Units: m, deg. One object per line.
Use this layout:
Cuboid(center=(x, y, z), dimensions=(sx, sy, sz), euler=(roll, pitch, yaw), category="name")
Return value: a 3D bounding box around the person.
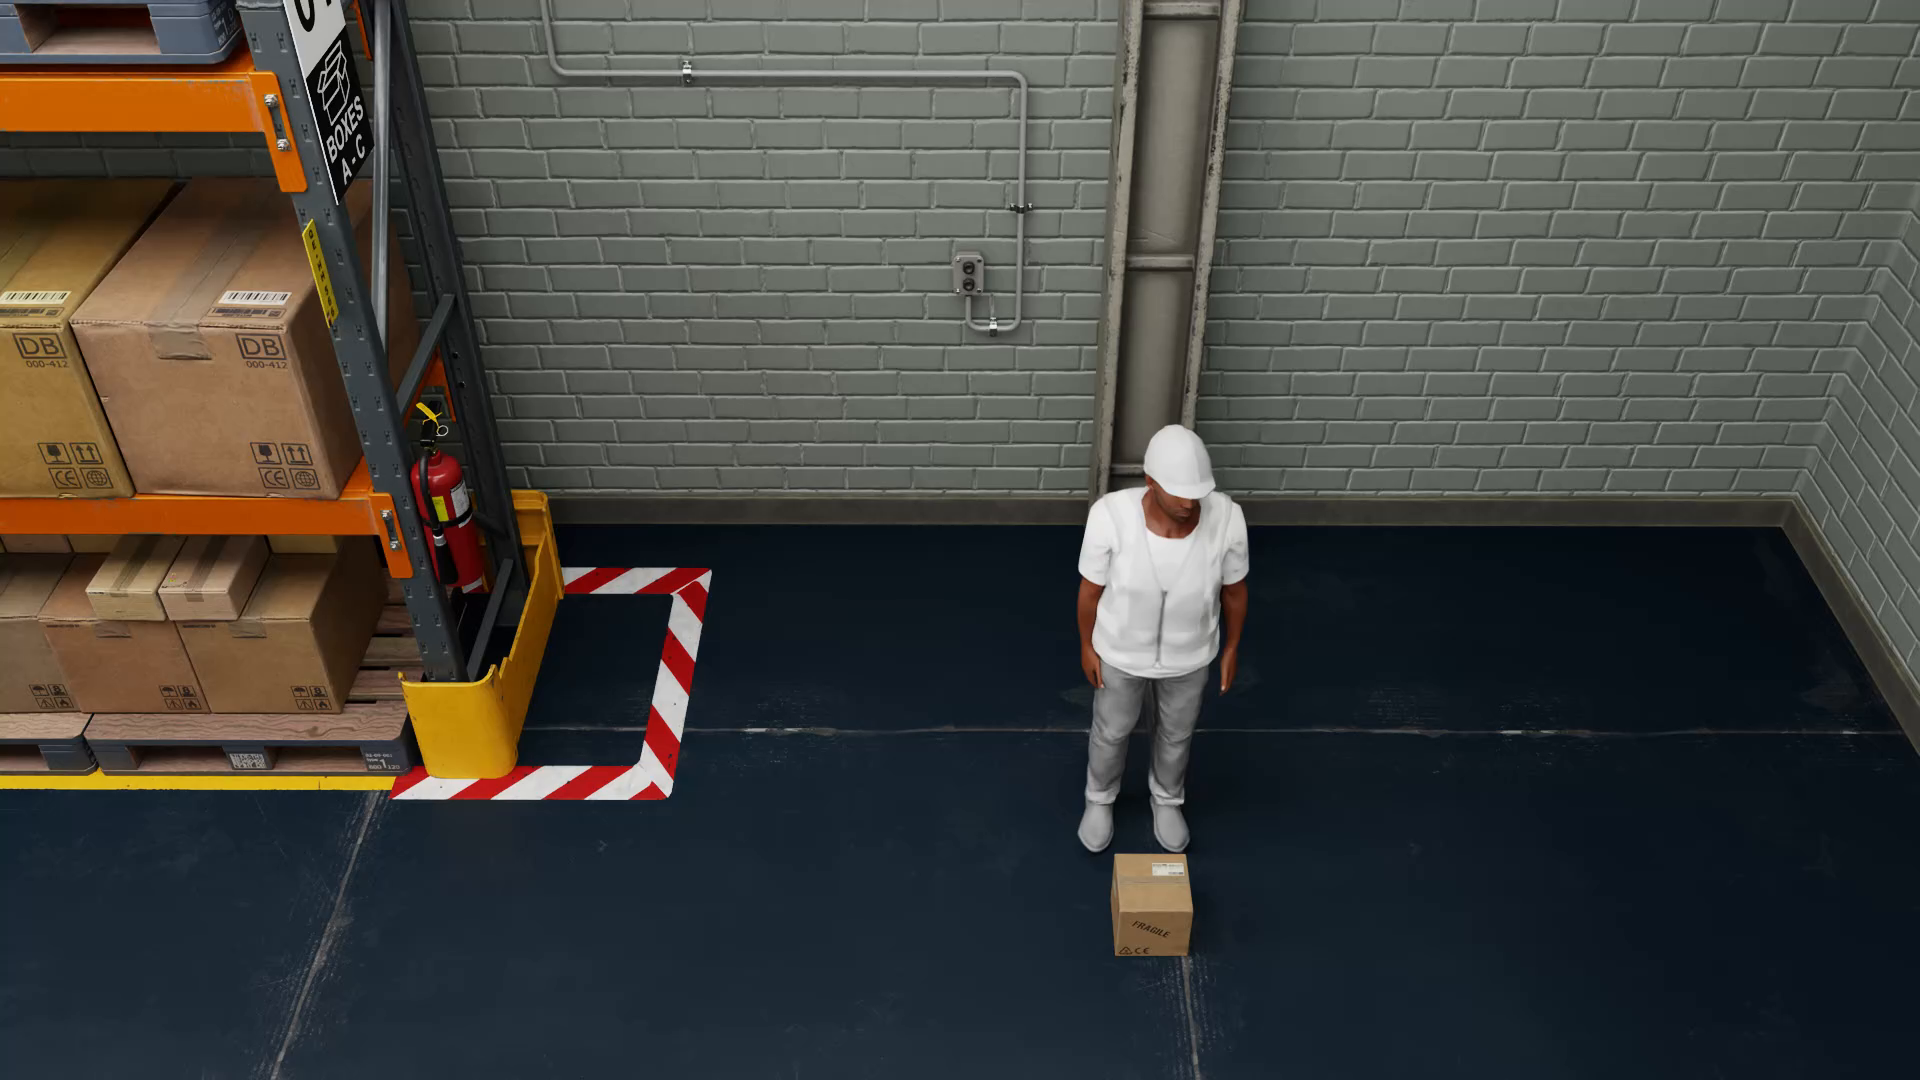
Cuboid(center=(0.679, 0.090, 5.465), dimensions=(0.572, 1.064, 0.338), euler=(1, 39, 1), category="person")
